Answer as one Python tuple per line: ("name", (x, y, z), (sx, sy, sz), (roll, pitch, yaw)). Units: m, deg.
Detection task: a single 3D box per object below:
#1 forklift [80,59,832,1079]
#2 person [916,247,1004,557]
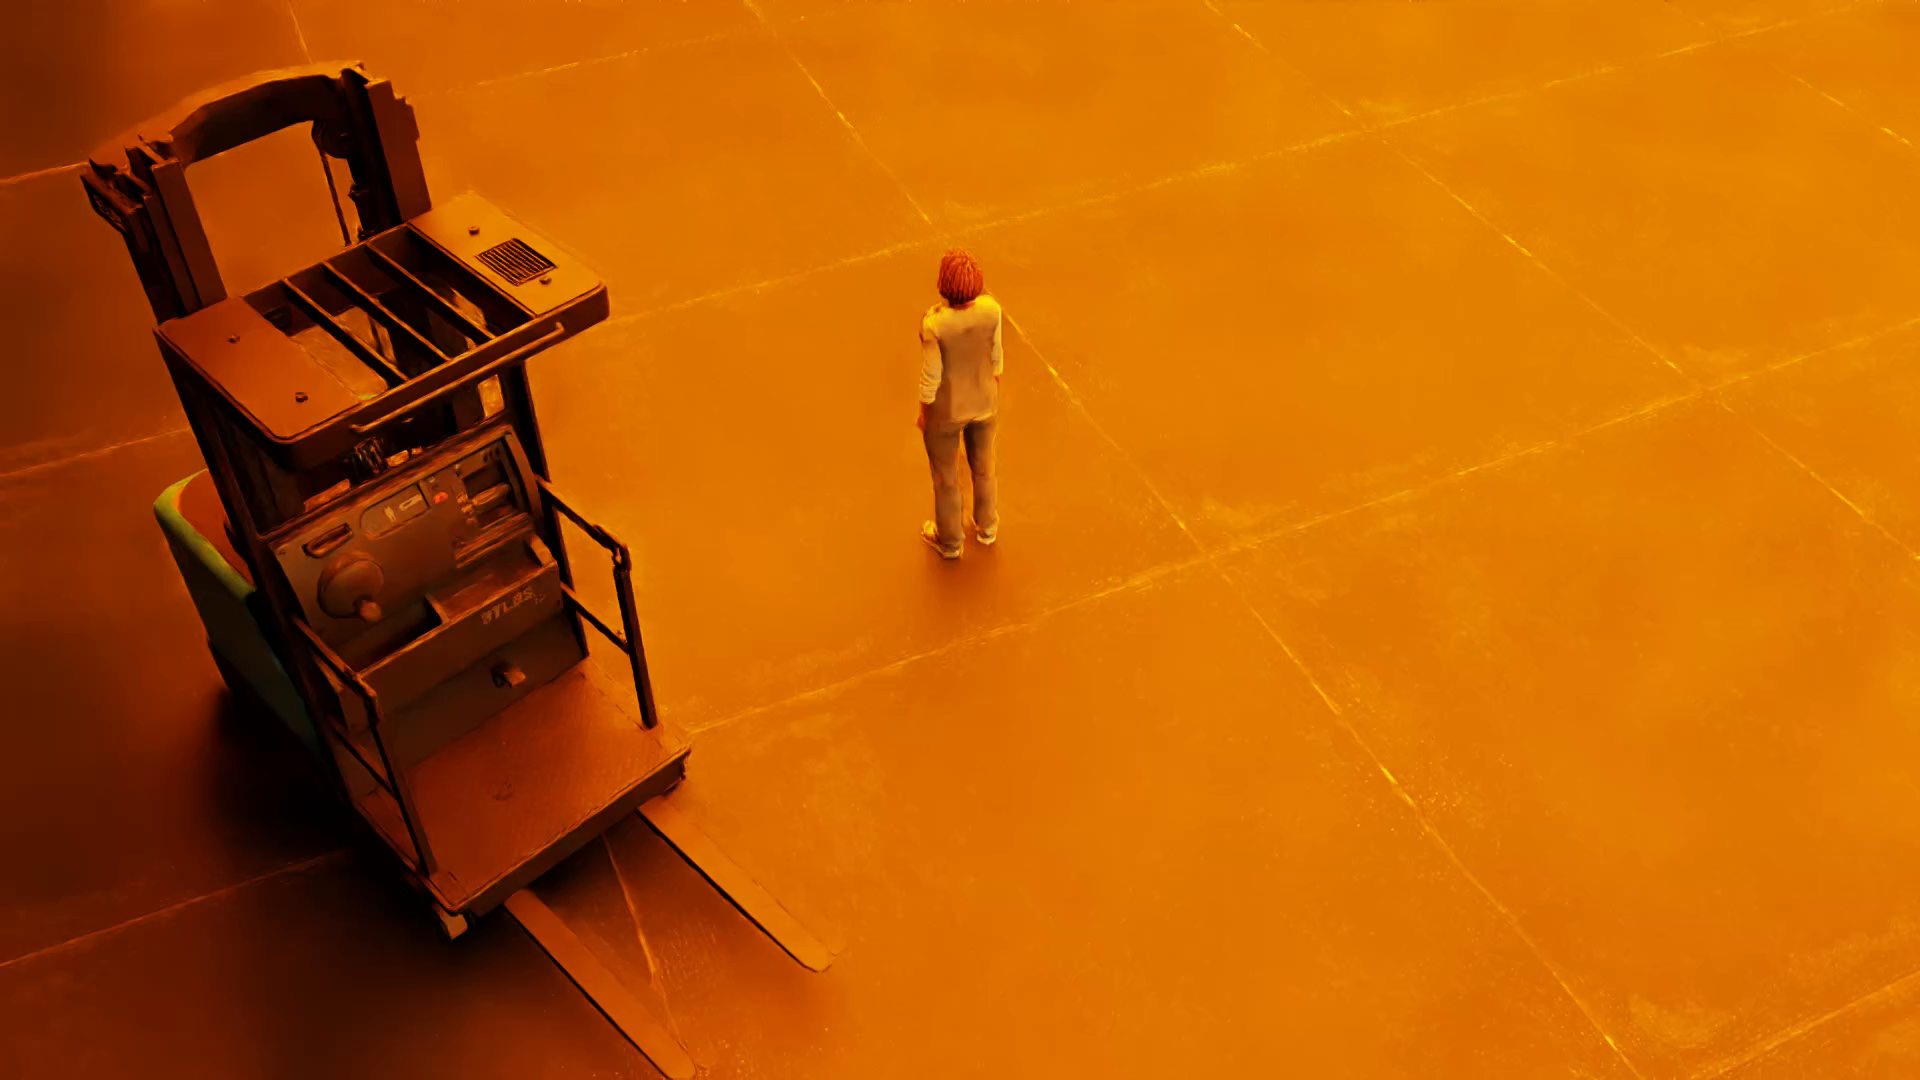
("forklift", (-1.755, 0.019, 5.660), (1.130, 2.935, 3.031), (-34, 53, -31))
("person", (-0.004, -0.588, 7.290), (0.405, 1.598, 0.310), (-18, 46, -18))
